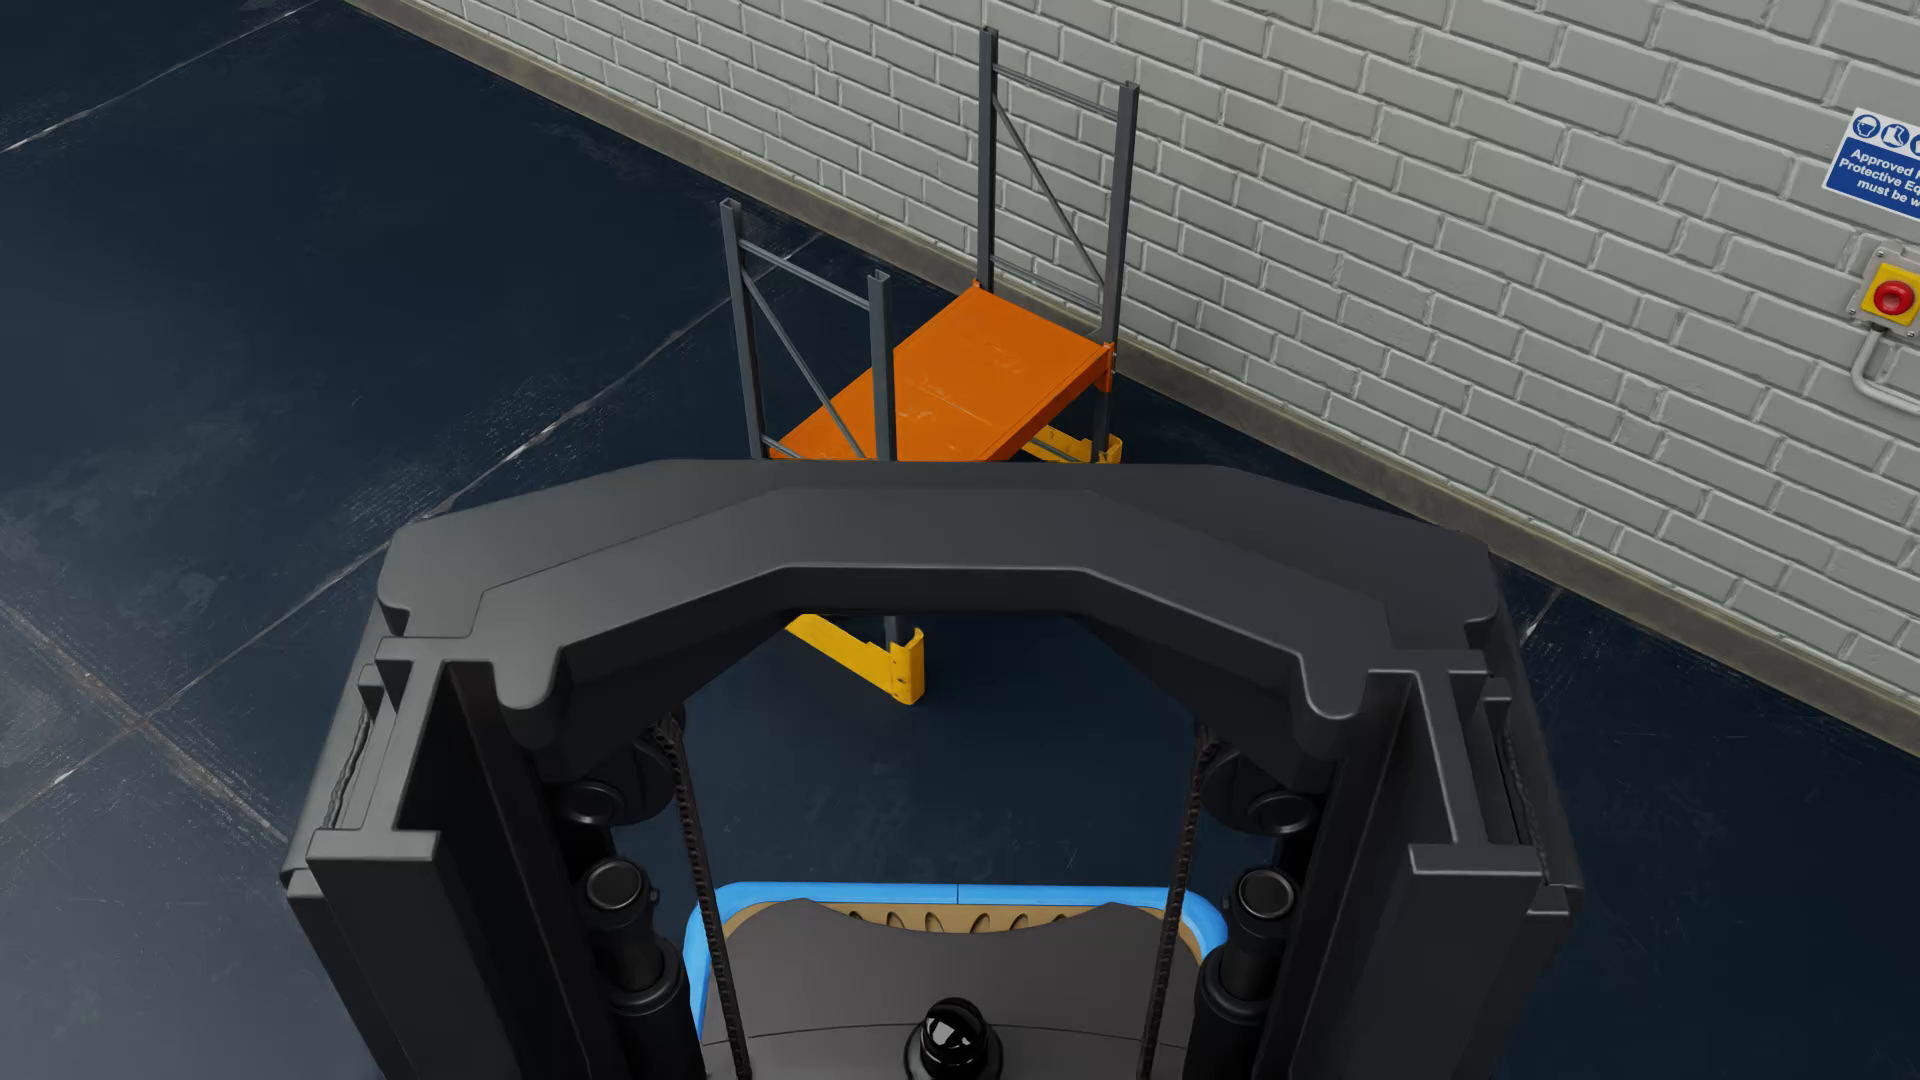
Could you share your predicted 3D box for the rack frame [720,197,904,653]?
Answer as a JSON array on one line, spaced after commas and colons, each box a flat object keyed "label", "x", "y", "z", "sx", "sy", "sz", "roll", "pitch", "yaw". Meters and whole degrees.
[{"label": "rack frame", "x": -0.363, "y": -0.178, "z": 4.383, "sx": 0.500, "sy": 1.500, "sz": 0.032, "roll": 29, "pitch": 53, "yaw": 25}]

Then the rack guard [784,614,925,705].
[{"label": "rack guard", "x": -0.351, "y": 0.242, "z": 4.846, "sx": 0.587, "sy": 0.250, "sz": 0.087, "roll": 29, "pitch": 53, "yaw": 25}]

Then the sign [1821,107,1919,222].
[{"label": "sign", "x": 2.167, "y": -0.837, "z": 3.788, "sx": 0.327, "sy": 0.218, "sz": 0.001, "roll": 29, "pitch": 53, "yaw": 25}]

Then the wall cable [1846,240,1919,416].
[{"label": "wall cable", "x": 2.168, "y": -1.049, "z": 3.454, "sx": 0.585, "sy": 1.953, "sz": 0.123, "roll": 29, "pitch": 53, "yaw": 25}]

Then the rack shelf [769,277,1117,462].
[{"label": "rack shelf", "x": -0.052, "y": -0.345, "z": 4.791, "sx": 0.538, "sy": 0.185, "sz": 1.000, "roll": 29, "pitch": 53, "yaw": 25}]

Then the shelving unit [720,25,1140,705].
[{"label": "shelving unit", "x": -0.047, "y": -0.474, "z": 4.666, "sx": 0.587, "sy": 1.500, "sz": 1.083, "roll": 29, "pitch": 53, "yaw": 25}]

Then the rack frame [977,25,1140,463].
[{"label": "rack frame", "x": 0.259, "y": -0.760, "z": 4.939, "sx": 0.500, "sy": 1.500, "sz": 0.032, "roll": 29, "pitch": 53, "yaw": 25}]

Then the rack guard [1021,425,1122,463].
[{"label": "rack guard", "x": 0.258, "y": -0.328, "z": 5.390, "sx": 0.587, "sy": 0.250, "sz": 0.087, "roll": 29, "pitch": 53, "yaw": 25}]
